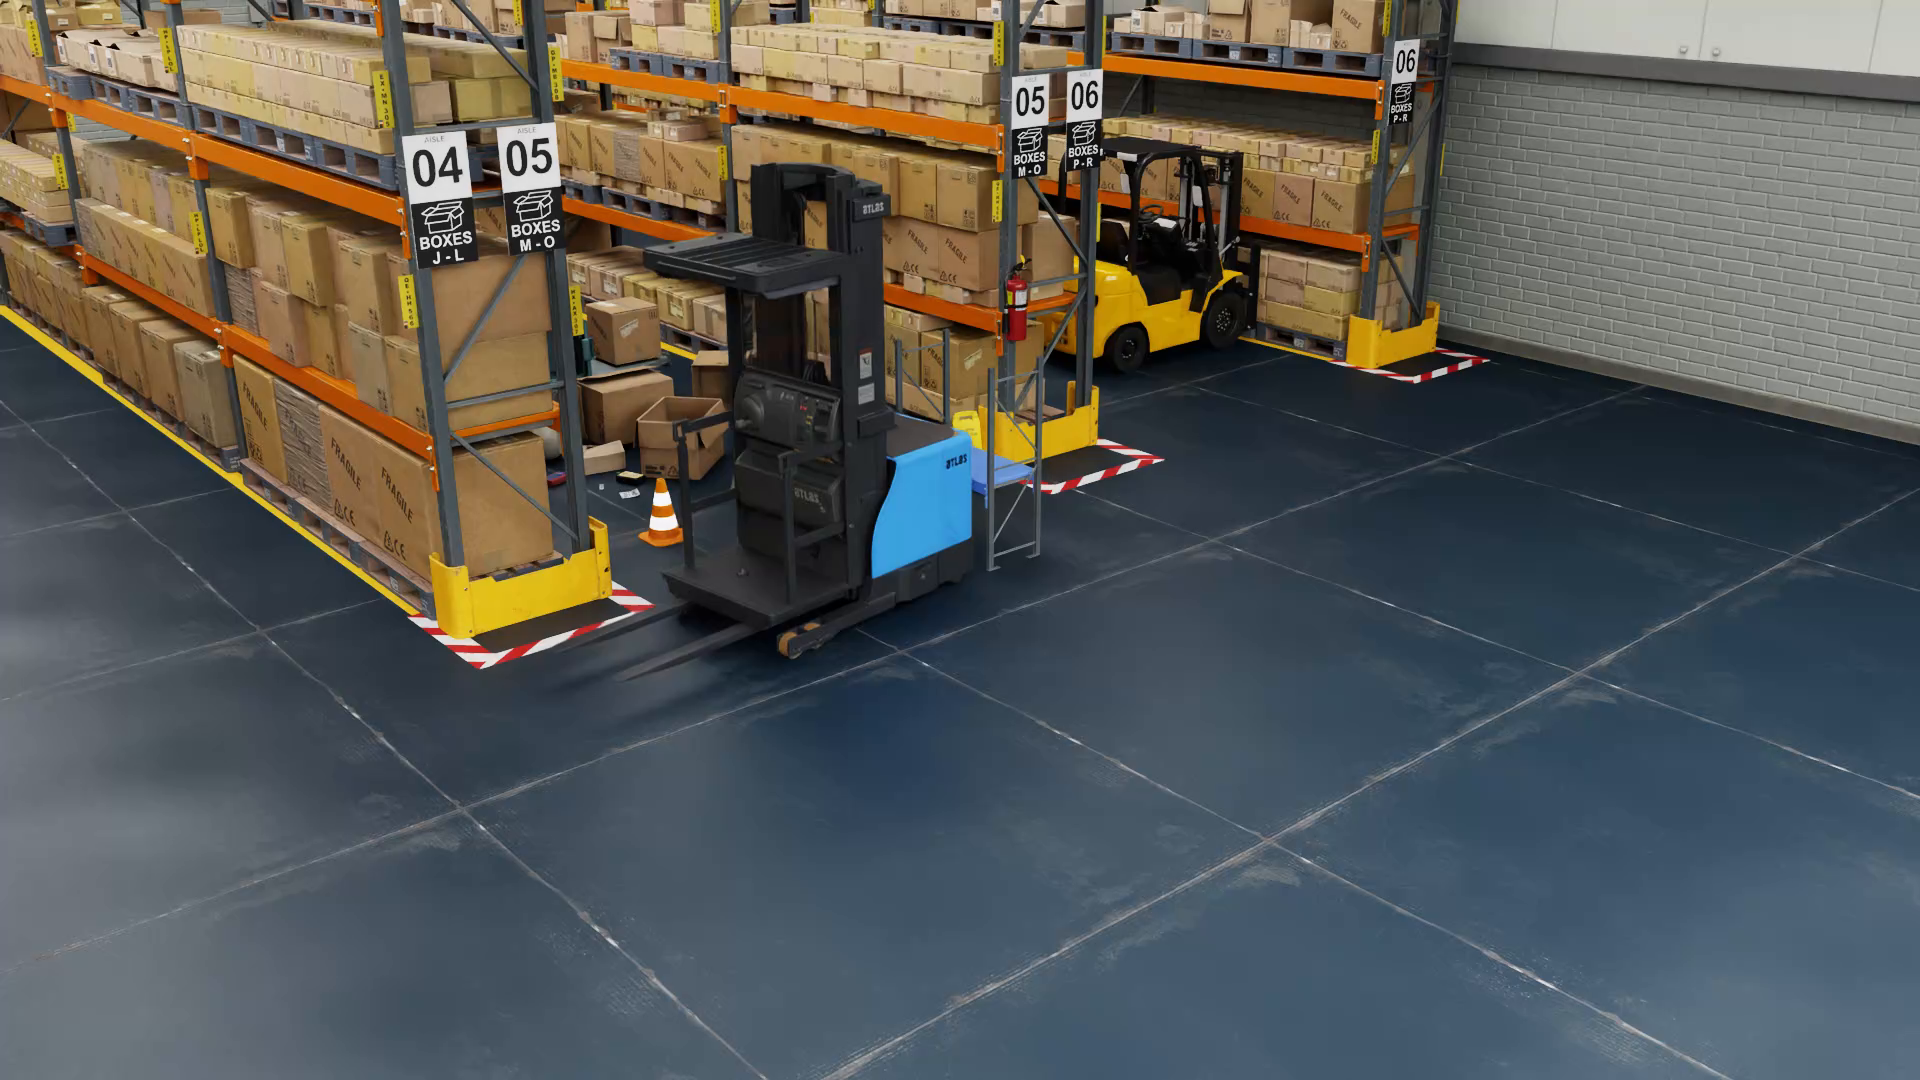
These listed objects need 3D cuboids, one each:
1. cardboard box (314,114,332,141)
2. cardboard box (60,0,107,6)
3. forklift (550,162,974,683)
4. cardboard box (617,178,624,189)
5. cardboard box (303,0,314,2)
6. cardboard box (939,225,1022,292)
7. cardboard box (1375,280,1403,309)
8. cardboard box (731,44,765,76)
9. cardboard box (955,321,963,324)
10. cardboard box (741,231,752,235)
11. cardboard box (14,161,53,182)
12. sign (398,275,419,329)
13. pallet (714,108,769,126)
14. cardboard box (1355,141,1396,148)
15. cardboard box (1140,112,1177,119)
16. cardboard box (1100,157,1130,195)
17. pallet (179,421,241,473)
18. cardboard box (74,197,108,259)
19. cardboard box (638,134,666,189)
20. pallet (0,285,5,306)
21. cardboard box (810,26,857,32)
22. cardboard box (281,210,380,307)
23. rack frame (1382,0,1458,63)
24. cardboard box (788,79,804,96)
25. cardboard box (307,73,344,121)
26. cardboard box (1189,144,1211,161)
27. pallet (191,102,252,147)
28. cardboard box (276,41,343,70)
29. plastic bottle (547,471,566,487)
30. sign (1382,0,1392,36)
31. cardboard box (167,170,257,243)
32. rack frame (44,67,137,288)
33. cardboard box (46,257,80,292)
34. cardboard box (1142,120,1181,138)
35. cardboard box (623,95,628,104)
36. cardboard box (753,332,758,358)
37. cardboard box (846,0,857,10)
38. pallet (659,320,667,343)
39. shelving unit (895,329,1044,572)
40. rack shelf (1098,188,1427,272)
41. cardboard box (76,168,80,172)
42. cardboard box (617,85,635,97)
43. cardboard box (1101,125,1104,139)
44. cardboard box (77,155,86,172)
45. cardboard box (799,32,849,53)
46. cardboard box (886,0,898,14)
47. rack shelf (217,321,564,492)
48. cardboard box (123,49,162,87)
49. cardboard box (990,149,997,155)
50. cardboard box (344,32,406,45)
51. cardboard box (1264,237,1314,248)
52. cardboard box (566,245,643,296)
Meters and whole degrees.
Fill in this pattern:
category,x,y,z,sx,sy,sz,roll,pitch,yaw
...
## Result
category,x,y,z,sx,sy,sz,roll,pitch,yaw
cardboard box,-3.922,-2.676,10.723,0.380,0.149,0.250,-17,27,-37
cardboard box,-8.762,-5.324,16.663,0.396,0.266,0.258,-17,27,-37
forklift,-1.256,-0.820,10.558,1.130,2.935,3.031,18,28,38
cardboard box,-3.522,-3.924,18.157,0.380,0.149,0.250,-16,27,-35
cardboard box,-9.176,-7.726,23.615,0.380,0.149,0.250,-16,27,-36
cardboard box,0.169,-2.409,13.975,0.500,0.500,0.500,-18,28,-38
cardboard box,4.340,-2.649,17.644,0.500,0.250,0.500,-17,27,-36
cardboard box,-1.799,-4.523,15.603,0.500,0.250,0.500,-18,28,-39
cardboard box,0.054,-1.842,15.240,0.500,0.500,0.500,-19,28,-39
cardboard box,-1.916,-2.964,16.283,0.380,0.149,0.250,-18,27,-38
cardboard box,-9.352,-3.740,16.873,0.380,0.149,0.250,-16,27,-36
sign,-3.372,-1.457,10.178,0.100,0.325,0.005,-17,27,-37
pallet,-2.904,-6.301,24.722,1.003,0.211,1.213,-17,27,-37
cardboard box,4.306,-4.041,17.254,0.380,0.149,0.250,-16,27,-36
cardboard box,2.316,-4.898,19.441,0.380,0.149,0.250,-17,27,-37
cardboard box,1.971,-4.289,19.184,0.500,0.500,0.500,-18,28,-39
pallet,-6.124,-0.935,14.581,1.003,0.211,1.213,-17,27,-37
cardboard box,-8.086,-3.001,15.897,0.500,0.500,0.500,-17,27,-37
cardboard box,-3.011,-3.979,17.408,0.500,0.500,0.500,-16,27,-36
pallet,-11.250,-3.127,20.178,1.003,0.211,1.213,-17,27,-37
cardboard box,-1.177,-4.713,15.542,0.380,0.149,0.250,-17,27,-36
cardboard box,-4.301,-2.050,11.918,0.875,0.550,0.500,-17,27,-37
rack frame,4.490,-6.115,15.758,1.000,3.000,0.127,-17,27,-37
cardboard box,-1.354,-4.173,15.257,0.380,0.149,0.250,-16,27,-36
cardboard box,-3.809,-2.847,10.613,0.500,0.250,0.500,-17,27,-37
cardboard box,2.701,-4.264,18.232,0.380,0.149,0.250,-19,28,-39
pallet,-5.037,-3.165,12.460,1.003,0.211,1.213,-17,27,-37
cardboard box,-4.259,-3.190,10.940,0.380,0.149,0.250,-18,28,-38
plastic bottle,-3.310,-0.511,13.705,0.133,0.061,0.283,12,24,27
sign,4.070,-4.969,15.838,0.100,0.325,0.005,-17,27,-37
cardboard box,-6.229,-2.827,14.082,0.700,0.500,0.500,-18,28,-38
rack frame,-8.174,-3.143,16.396,1.000,3.000,0.127,-17,27,-37
cardboard box,-9.157,-2.787,17.311,0.500,0.250,0.500,-17,27,-37
cardboard box,2.275,-4.636,18.774,0.380,0.149,0.250,-18,28,-38
cardboard box,-5.252,-7.189,27.071,0.380,0.149,0.250,-17,27,-37
cardboard box,-1.698,-1.932,16.499,0.500,0.250,0.500,-19,28,-40
cardboard box,-1.300,-7.161,22.201,0.380,0.149,0.250,-18,28,-39
pallet,-3.189,-2.498,18.572,1.003,0.211,1.213,-17,27,-37
shelving unit,0.056,-0.675,12.150,0.538,1.500,1.048,-17,27,-37
rack shelf,3.184,-3.539,18.394,1.077,0.370,4.000,-17,27,-37
cardboard box,-9.179,-3.897,17.681,0.380,0.149,0.250,-18,28,-38
cardboard box,-5.199,-7.343,26.917,0.500,0.250,0.500,-18,28,-38
cardboard box,1.488,-4.817,19.643,0.380,0.149,0.250,-16,27,-36
cardboard box,-9.014,-3.962,17.441,0.380,0.149,0.250,-16,26,-35
cardboard box,-1.212,-4.455,14.884,0.380,0.149,0.250,-19,28,-39
cardboard box,-0.734,-6.893,21.465,0.380,0.166,0.250,-18,27,-38
rack shelf,-4.258,-1.150,12.295,1.077,0.370,4.000,-17,27,-37
cardboard box,-6.536,-3.896,13.697,0.500,0.250,0.500,-18,28,-38
cardboard box,0.719,-4.716,20.618,0.500,0.250,0.500,-17,27,-37
cardboard box,-4.091,-3.486,11.697,0.380,0.149,0.250,-17,27,-37
cardboard box,3.672,-3.158,18.258,0.500,0.250,0.500,-18,27,-38
cardboard box,-4.129,-3.163,19.474,0.950,0.372,0.625,-20,29,-41
